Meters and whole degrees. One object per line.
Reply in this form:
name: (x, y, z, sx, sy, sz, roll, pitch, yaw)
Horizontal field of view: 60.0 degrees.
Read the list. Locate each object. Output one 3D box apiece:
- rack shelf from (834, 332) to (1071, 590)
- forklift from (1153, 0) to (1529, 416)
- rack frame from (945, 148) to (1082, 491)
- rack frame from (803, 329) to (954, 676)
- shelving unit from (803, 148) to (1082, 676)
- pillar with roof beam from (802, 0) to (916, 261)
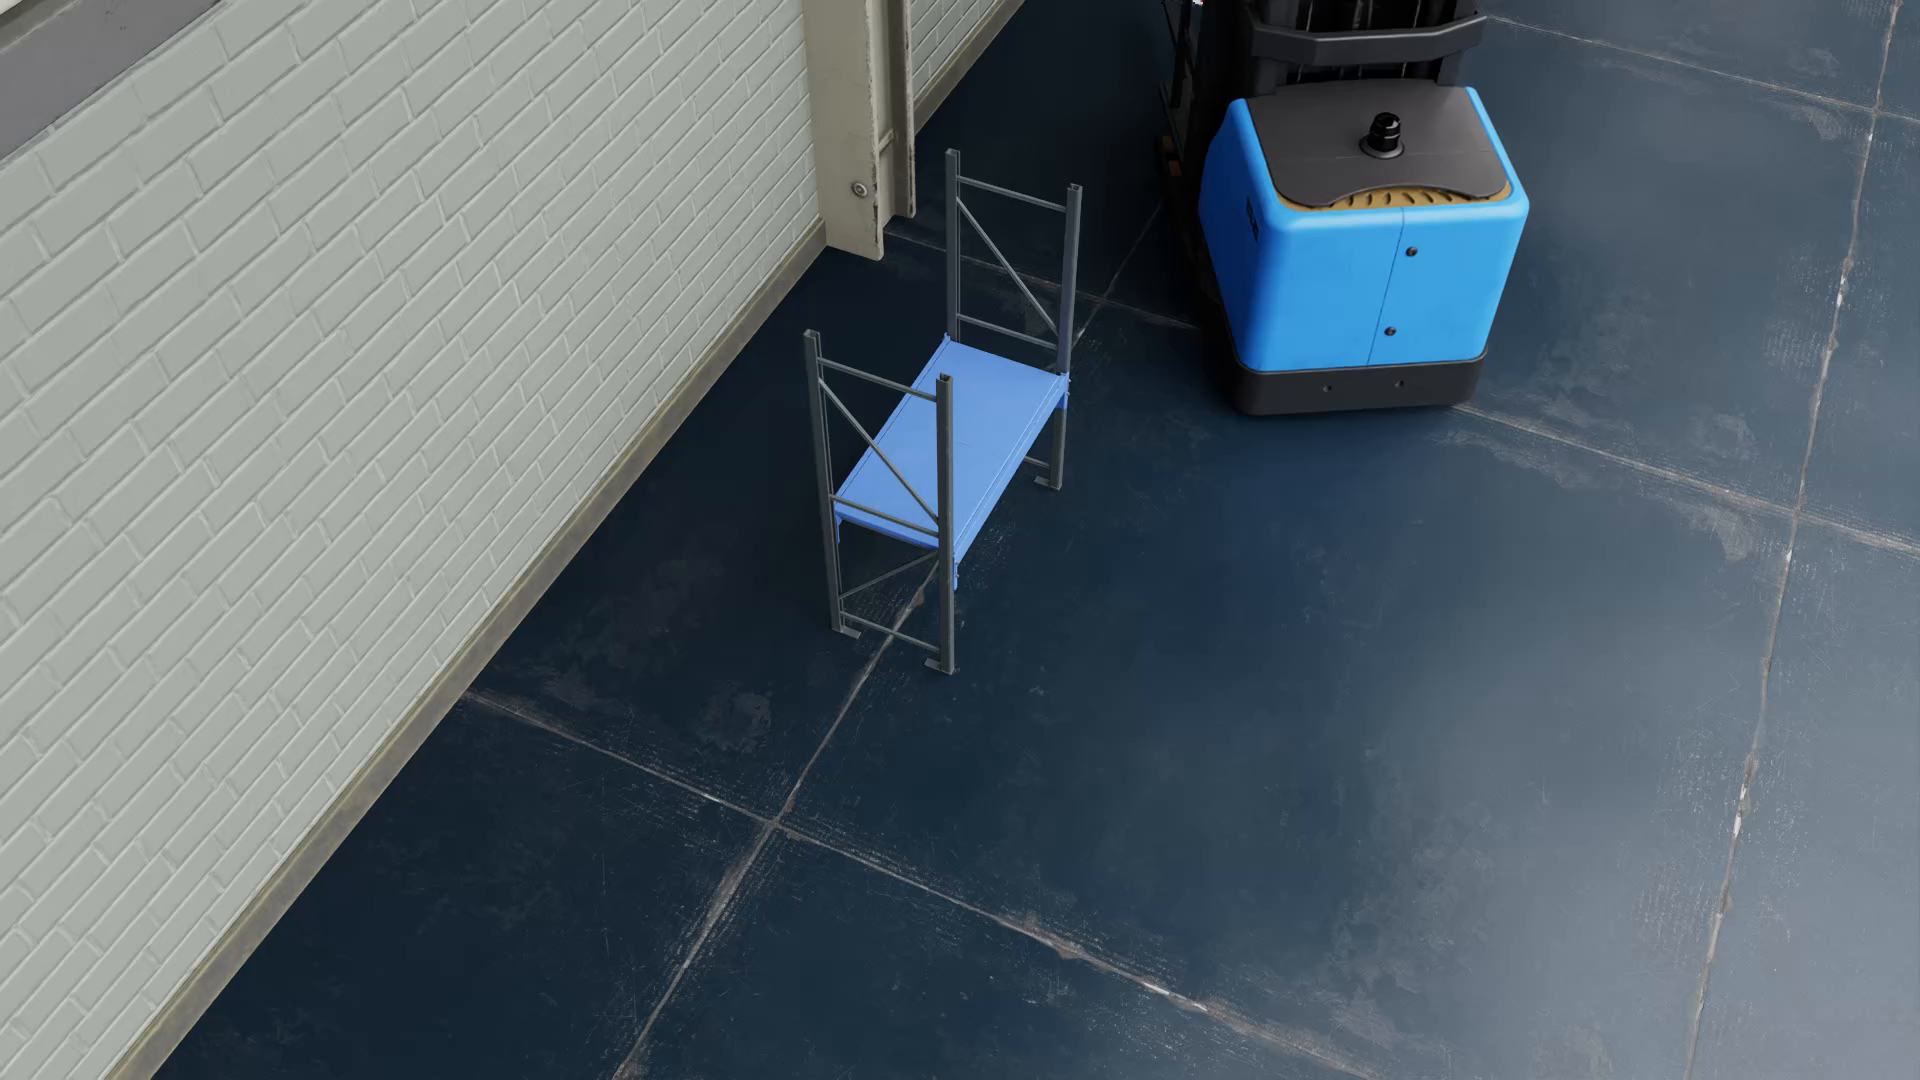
rack shelf: (-0.036, -0.311, 6.081, 0.538, 0.185, 1.000, 20, 52, 16)
forklift: (1.529, -2.596, 6.850, 1.130, 2.935, 3.031, -4, 50, -3)
rack frame: (0.181, -0.777, 6.242, 0.500, 1.500, 0.032, 20, 52, 16)
rack frame: (-0.254, -0.077, 5.646, 0.500, 1.500, 0.032, 20, 52, 16)
shelving unit: (-0.036, -0.427, 5.944, 0.538, 1.500, 1.048, 20, 52, 16)
pillar with roof beam: (3.463, -2.987, 3.198, 9.100, 9.000, 0.400, 20, 52, 16)
